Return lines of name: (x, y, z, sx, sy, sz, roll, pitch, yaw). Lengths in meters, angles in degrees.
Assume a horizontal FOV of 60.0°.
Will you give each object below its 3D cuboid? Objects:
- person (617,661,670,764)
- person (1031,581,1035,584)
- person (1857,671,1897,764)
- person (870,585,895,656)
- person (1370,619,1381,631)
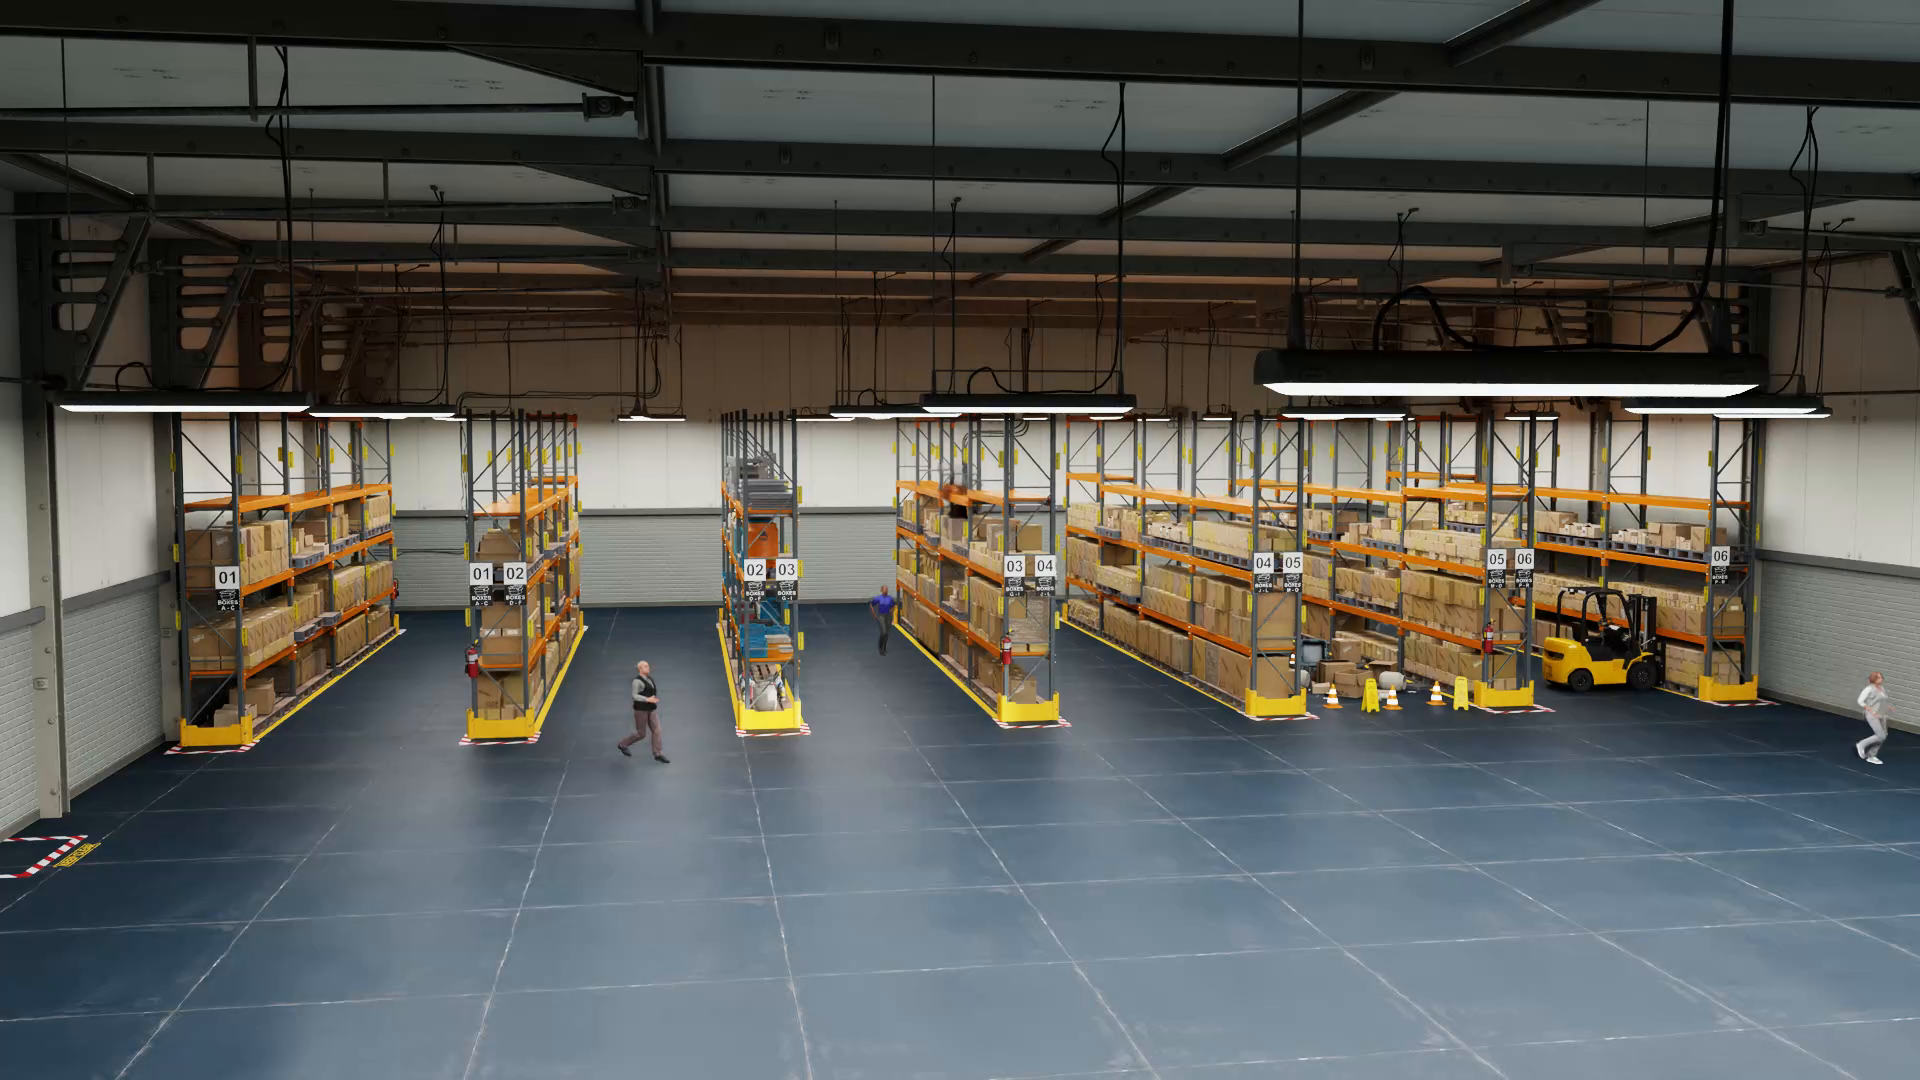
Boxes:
person: (-5.343, 2.906, 28.102, 0.952, 1.726, 0.672, 1, 4, 20)
person: (2.248, 1.447, 48.874, 0.759, 1.788, 0.834, 4, 5, 43)
person: (15.438, 2.994, 27.973, 0.534, 1.554, 0.513, -2, 4, -27)
person: (-1.774, 1.943, 39.145, 0.552, 1.571, 0.629, -2, 4, -25)
person: (11.409, 1.712, 45.598, 0.584, 1.659, 0.739, -1, 4, -18)
